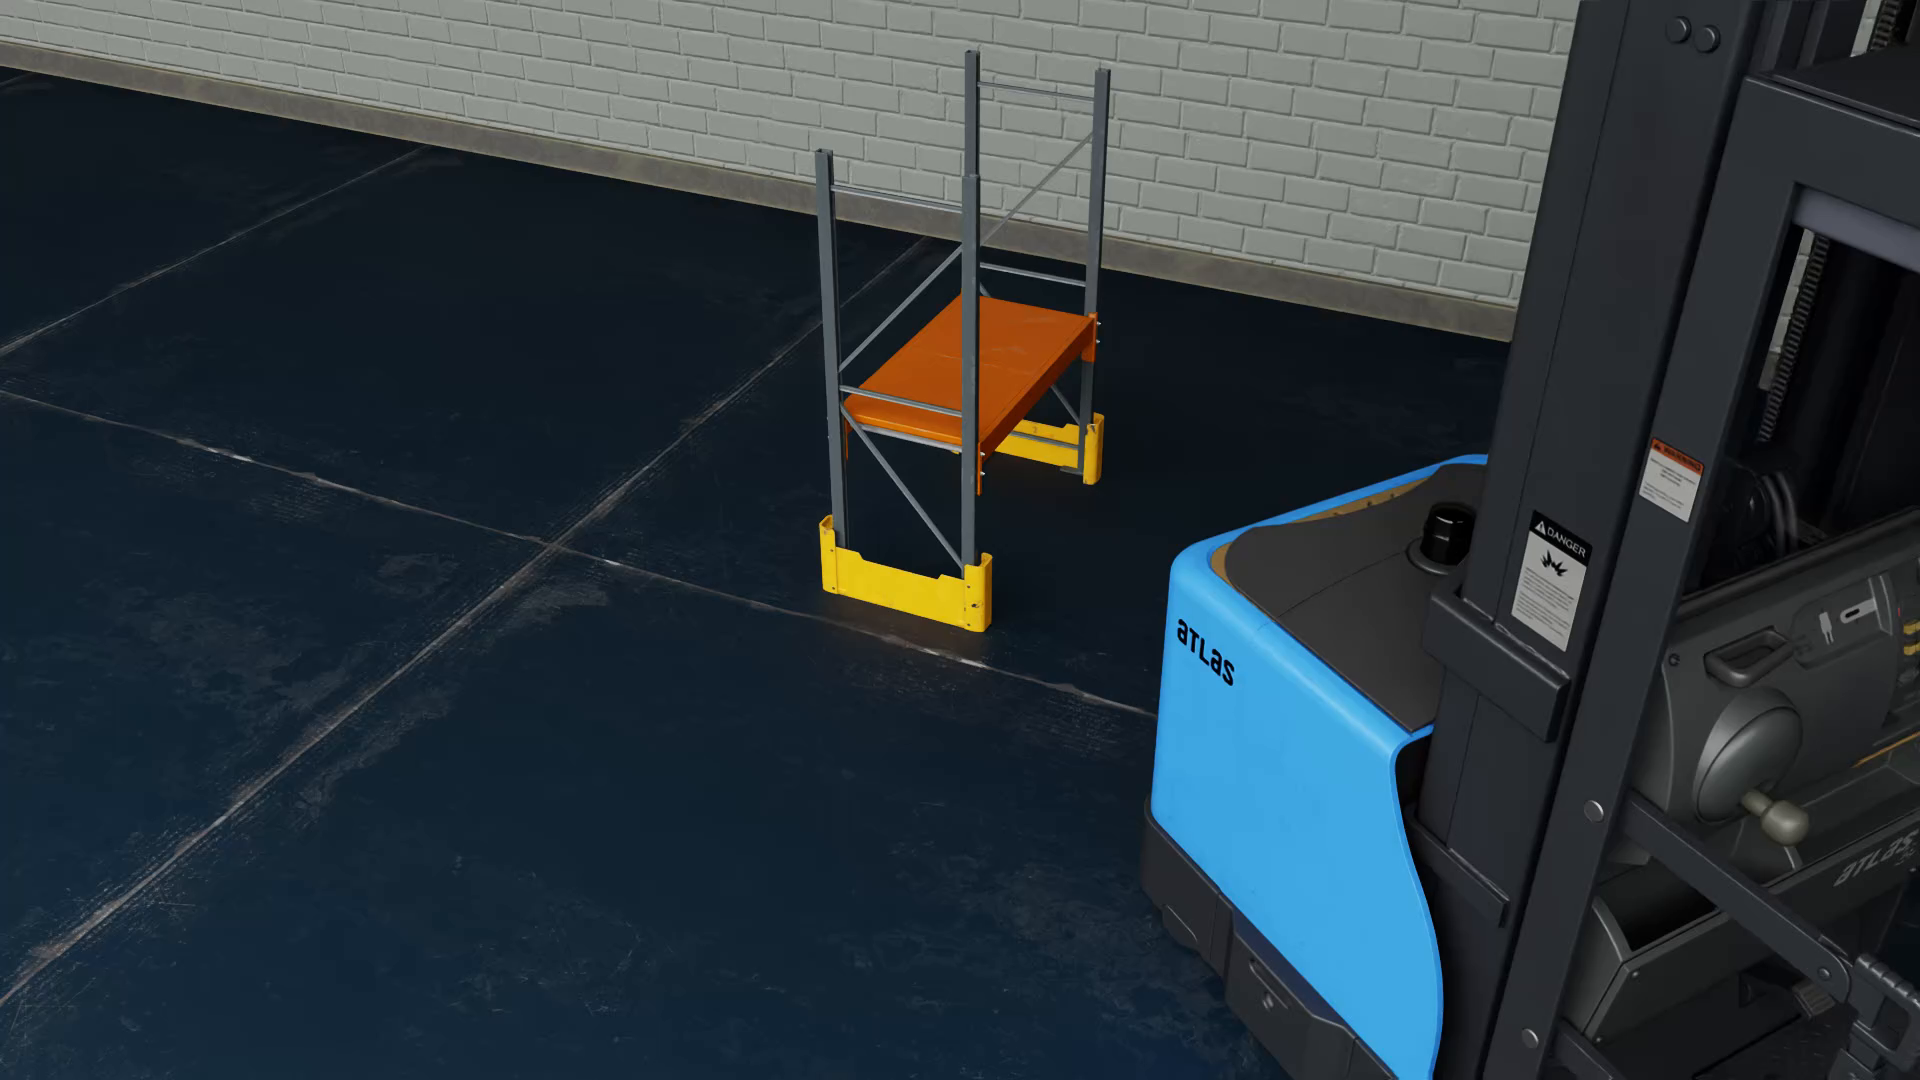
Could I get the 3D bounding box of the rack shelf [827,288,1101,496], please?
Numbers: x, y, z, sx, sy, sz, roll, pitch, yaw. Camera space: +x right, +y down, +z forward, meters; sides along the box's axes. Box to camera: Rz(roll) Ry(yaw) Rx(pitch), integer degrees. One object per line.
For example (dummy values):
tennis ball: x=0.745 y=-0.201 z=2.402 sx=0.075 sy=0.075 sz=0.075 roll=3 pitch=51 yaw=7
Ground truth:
rack shelf: x=0.036 y=-0.519 z=5.502 sx=0.538 sy=0.185 sz=1.000 roll=14 pitch=36 yaw=20

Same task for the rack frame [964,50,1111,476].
rack frame: x=0.248 y=-0.923 z=5.790 sx=0.500 sy=1.500 sz=0.032 roll=14 pitch=36 yaw=20

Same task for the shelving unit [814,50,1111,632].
shelving unit: x=0.032 y=-0.665 z=5.397 sx=0.587 sy=1.500 sz=1.083 roll=14 pitch=36 yaw=20

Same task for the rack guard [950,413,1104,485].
rack guard: x=0.240 y=-0.391 z=6.118 sx=0.587 sy=0.250 sz=0.087 roll=14 pitch=36 yaw=20

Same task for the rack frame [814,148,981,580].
rack frame: x=-0.177 y=-0.417 z=5.017 sx=0.500 sy=1.500 sz=0.032 roll=14 pitch=36 yaw=20

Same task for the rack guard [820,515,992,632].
rack guard: x=-0.176 y=0.106 z=5.361 sx=0.587 sy=0.250 sz=0.087 roll=14 pitch=36 yaw=20

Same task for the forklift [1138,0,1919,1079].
forklift: x=1.616 y=0.271 z=2.664 sx=1.130 sy=2.935 sz=3.031 roll=-17 pitch=37 yaw=-24
